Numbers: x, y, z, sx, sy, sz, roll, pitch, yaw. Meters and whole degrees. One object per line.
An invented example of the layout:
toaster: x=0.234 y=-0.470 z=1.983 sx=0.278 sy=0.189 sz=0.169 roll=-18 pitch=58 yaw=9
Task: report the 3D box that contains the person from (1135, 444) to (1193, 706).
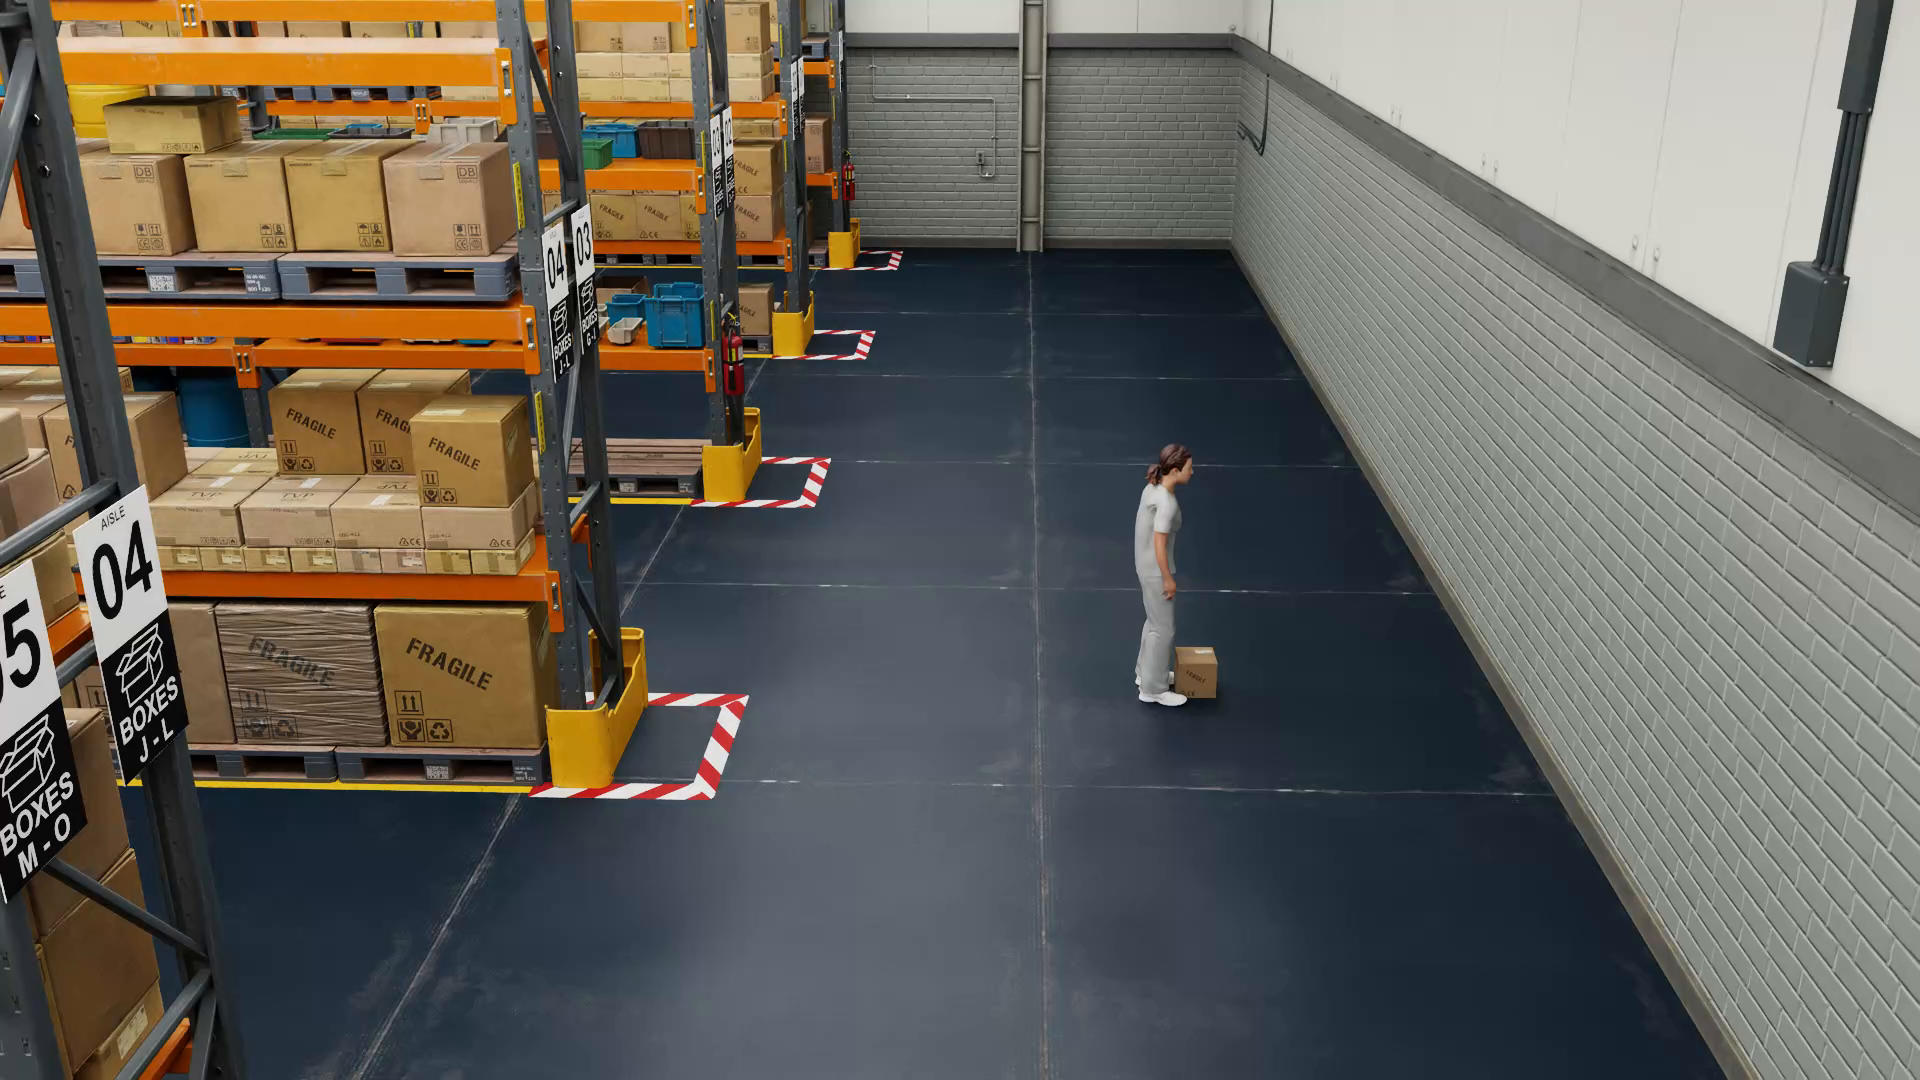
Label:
person: x=1.283 y=0.198 z=10.562 sx=0.354 sy=1.673 sz=0.490 roll=1 pitch=21 yaw=1
